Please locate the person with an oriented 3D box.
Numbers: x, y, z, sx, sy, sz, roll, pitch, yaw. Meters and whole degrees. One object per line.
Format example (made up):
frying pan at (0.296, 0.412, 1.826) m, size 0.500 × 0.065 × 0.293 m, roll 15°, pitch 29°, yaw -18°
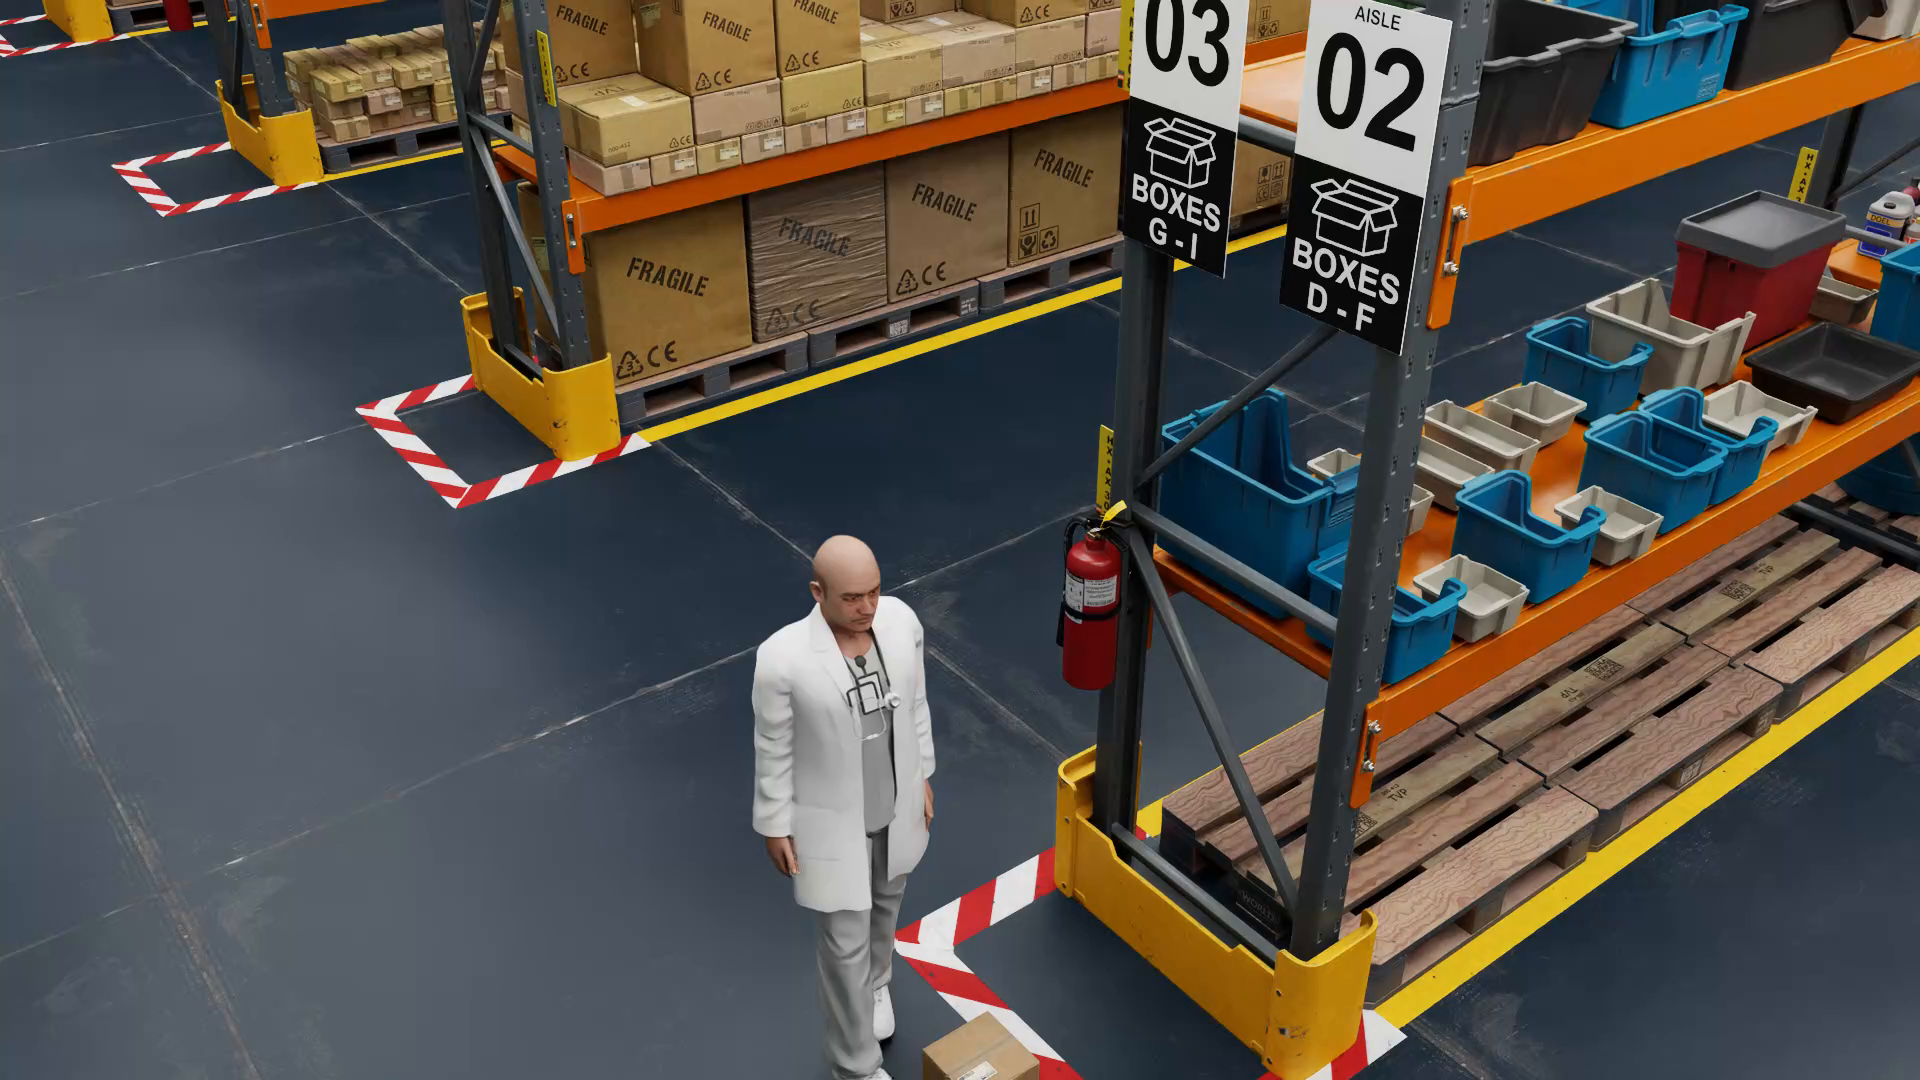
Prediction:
person at (-0.233, 0.840, 4.779) m, size 0.593 × 1.776 × 0.695 m, roll -21°, pitch 37°, yaw -30°
